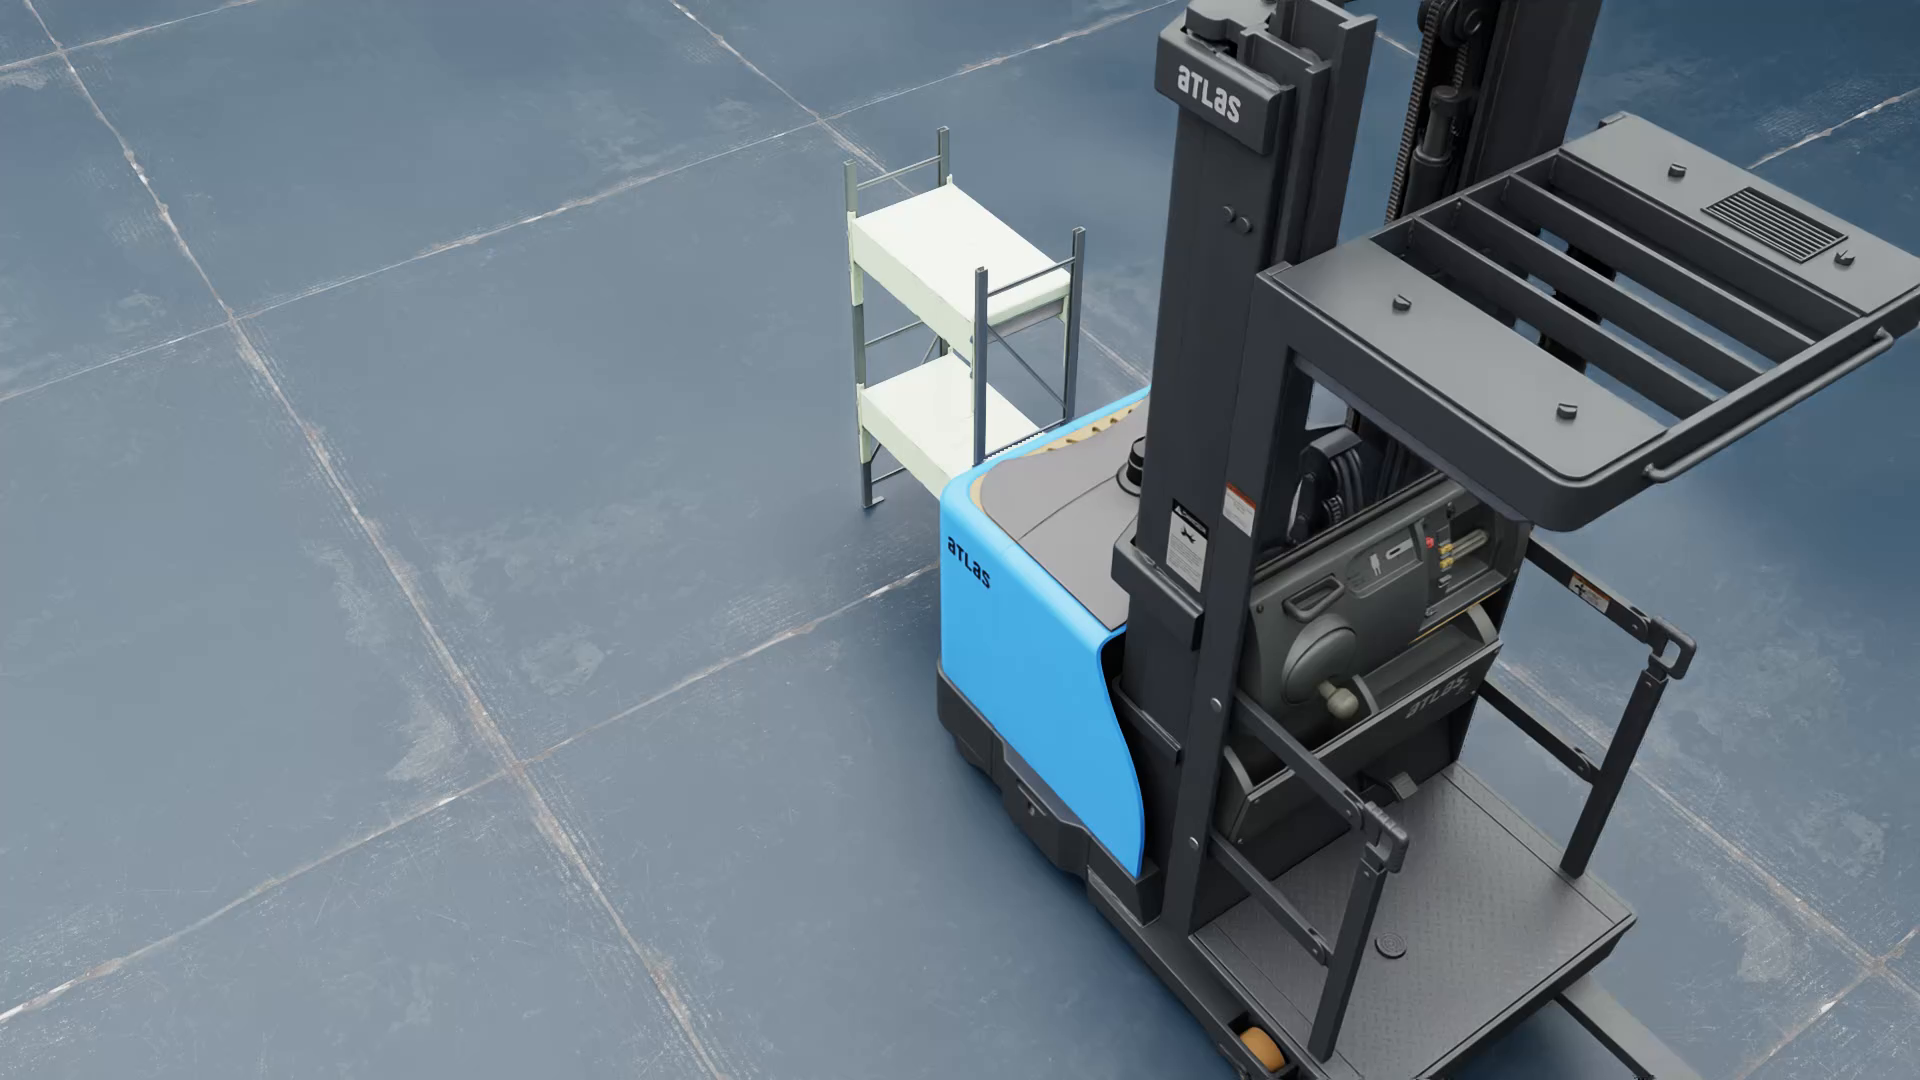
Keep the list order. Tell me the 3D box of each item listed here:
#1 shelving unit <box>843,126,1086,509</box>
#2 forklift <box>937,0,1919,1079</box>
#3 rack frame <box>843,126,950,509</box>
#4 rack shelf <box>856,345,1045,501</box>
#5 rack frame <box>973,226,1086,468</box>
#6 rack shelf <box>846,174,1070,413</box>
[{"bbox_3d":[0.004,-0.539,5.728,0.431,1.500,0.755,-26,49,-24],"label":"shelving unit"},{"bbox_3d":[1.185,0.190,3.928,1.130,2.935,3.031,-26,49,-25],"label":"forklift"},{"bbox_3d":[-0.206,-0.746,5.945,0.400,1.500,0.023,-26,49,-24],"label":"rack frame"},{"bbox_3d":[0.004,-0.303,5.953,0.431,0.370,0.720,-26,49,-24],"label":"rack shelf"},{"bbox_3d":[0.213,-0.331,5.511,0.400,1.500,0.023,-26,49,-24],"label":"rack frame"},{"bbox_3d":[0.004,-0.821,5.459,0.431,0.370,0.720,-26,49,-24],"label":"rack shelf"}]
